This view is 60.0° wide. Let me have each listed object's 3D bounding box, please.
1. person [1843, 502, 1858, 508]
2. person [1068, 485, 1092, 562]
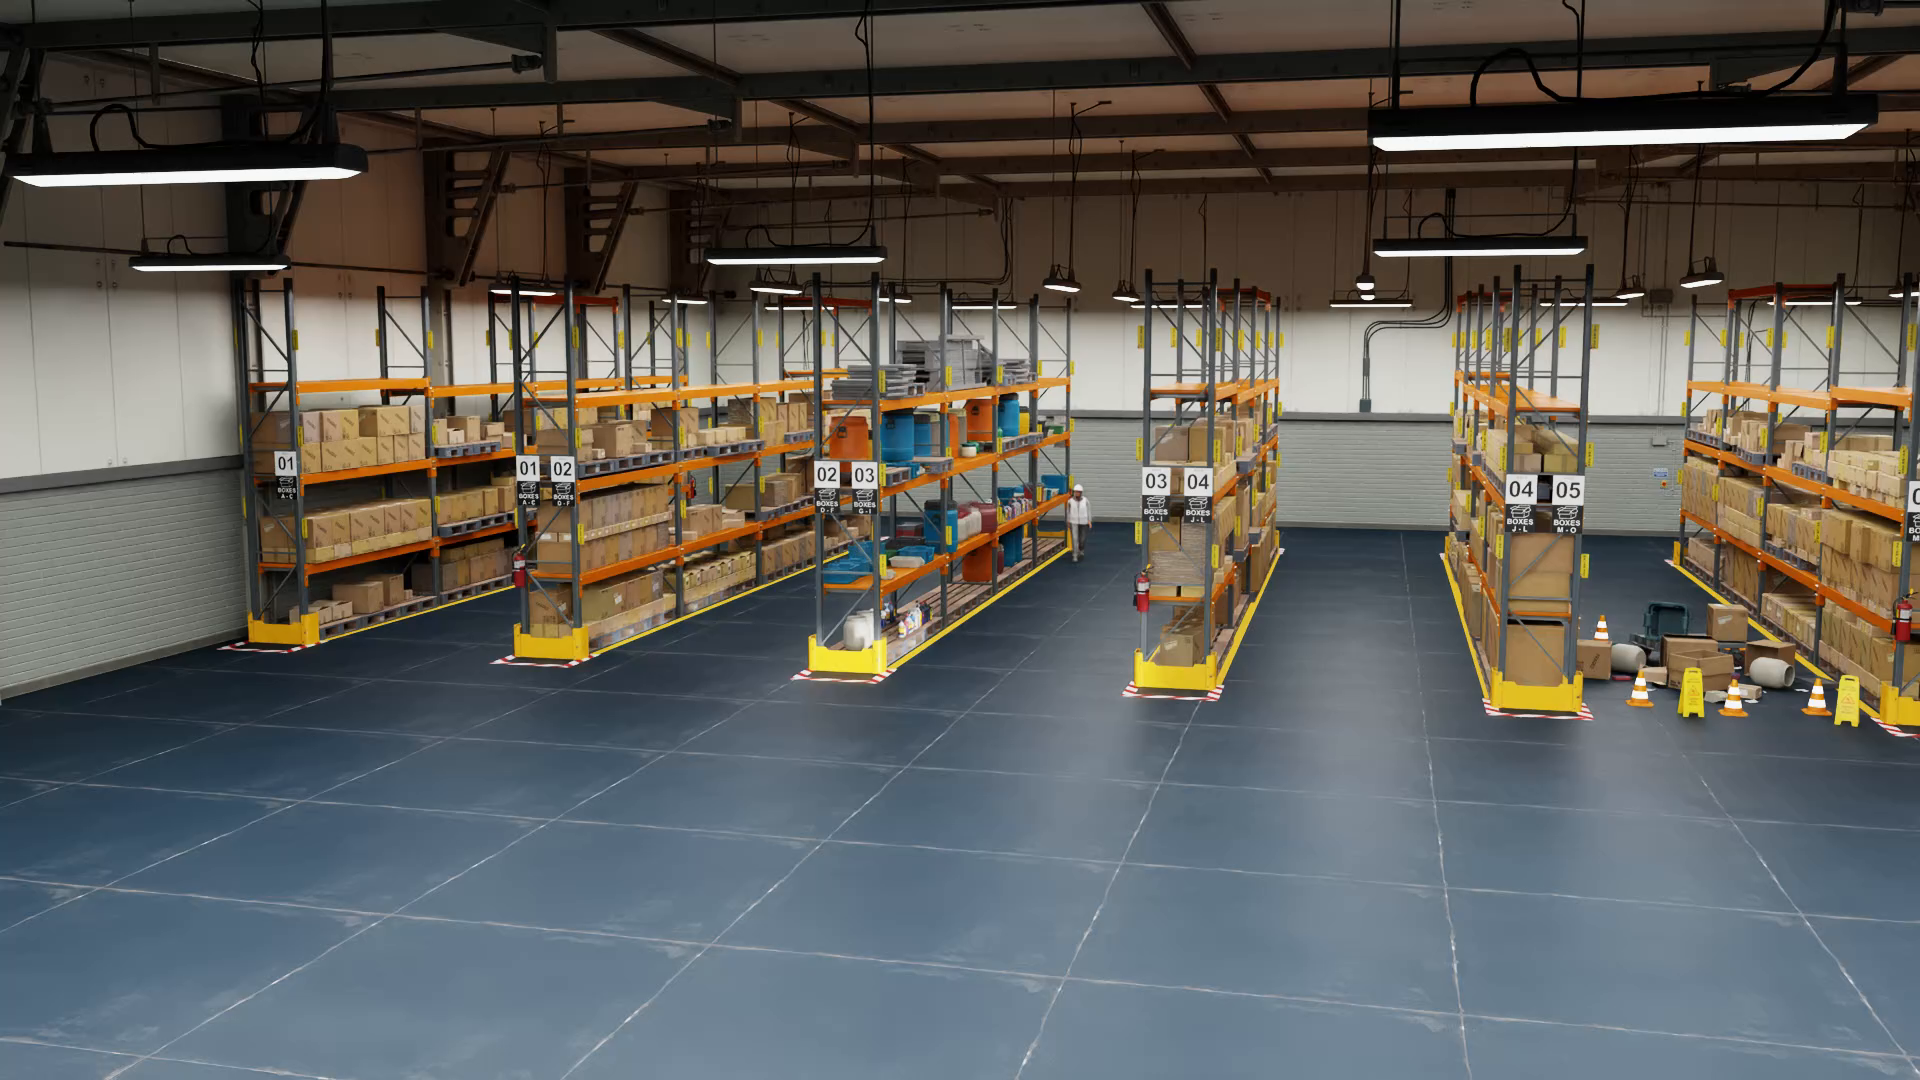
[{"bbox_3d":[21.486,-0.658,40.130,0.452,1.748,0.555,0,7,-4],"label":"person"},{"bbox_3d":[2.706,-0.395,37.767,0.533,1.730,1.046,0,7,-1],"label":"person"}]
